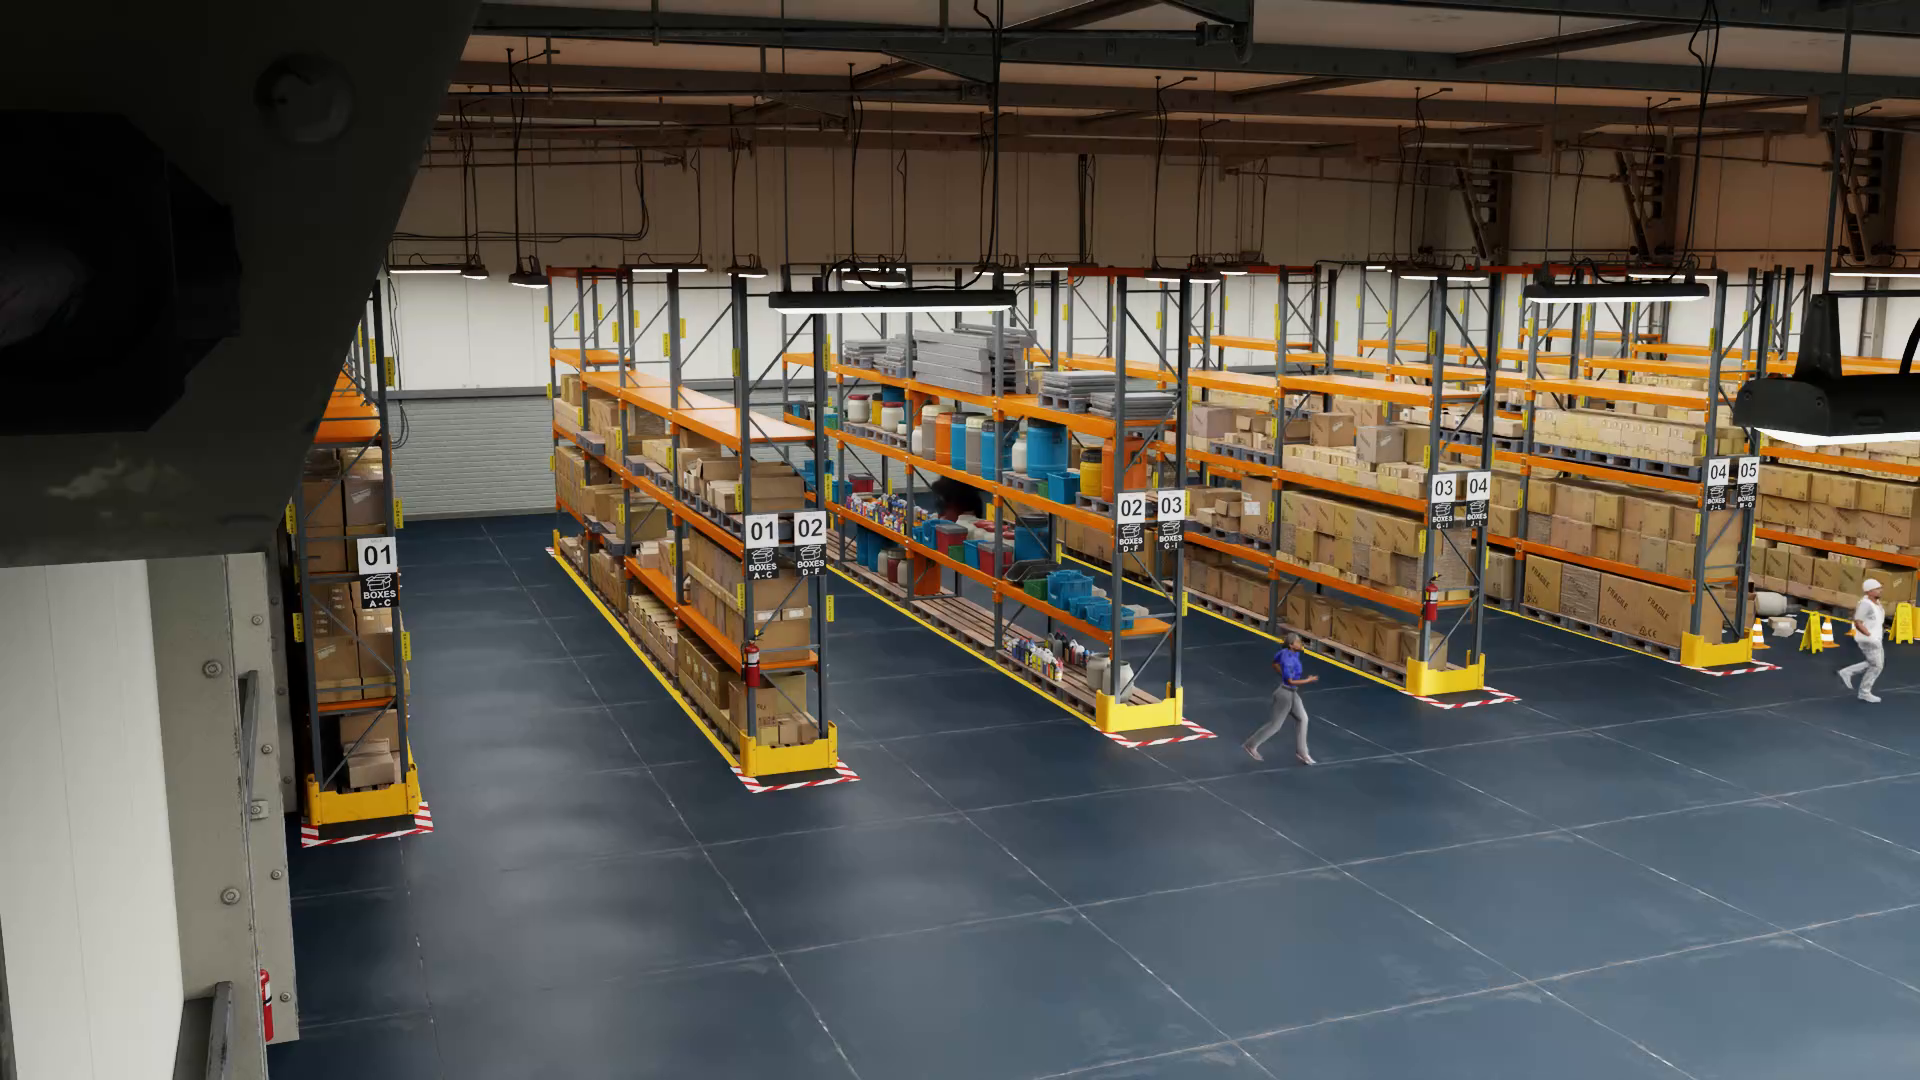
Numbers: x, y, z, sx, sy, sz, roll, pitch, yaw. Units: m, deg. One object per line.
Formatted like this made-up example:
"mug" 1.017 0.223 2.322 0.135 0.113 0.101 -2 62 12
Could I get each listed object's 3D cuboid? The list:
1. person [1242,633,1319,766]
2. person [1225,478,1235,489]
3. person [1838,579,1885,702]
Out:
"person" 3.988 1.971 20.617 0.902 1.696 0.586 3 10 15
"person" 6.744 -1.682 41.439 0.652 1.752 0.515 -9 13 -41
"person" 12.834 1.405 23.606 0.581 1.748 0.676 7 12 35
